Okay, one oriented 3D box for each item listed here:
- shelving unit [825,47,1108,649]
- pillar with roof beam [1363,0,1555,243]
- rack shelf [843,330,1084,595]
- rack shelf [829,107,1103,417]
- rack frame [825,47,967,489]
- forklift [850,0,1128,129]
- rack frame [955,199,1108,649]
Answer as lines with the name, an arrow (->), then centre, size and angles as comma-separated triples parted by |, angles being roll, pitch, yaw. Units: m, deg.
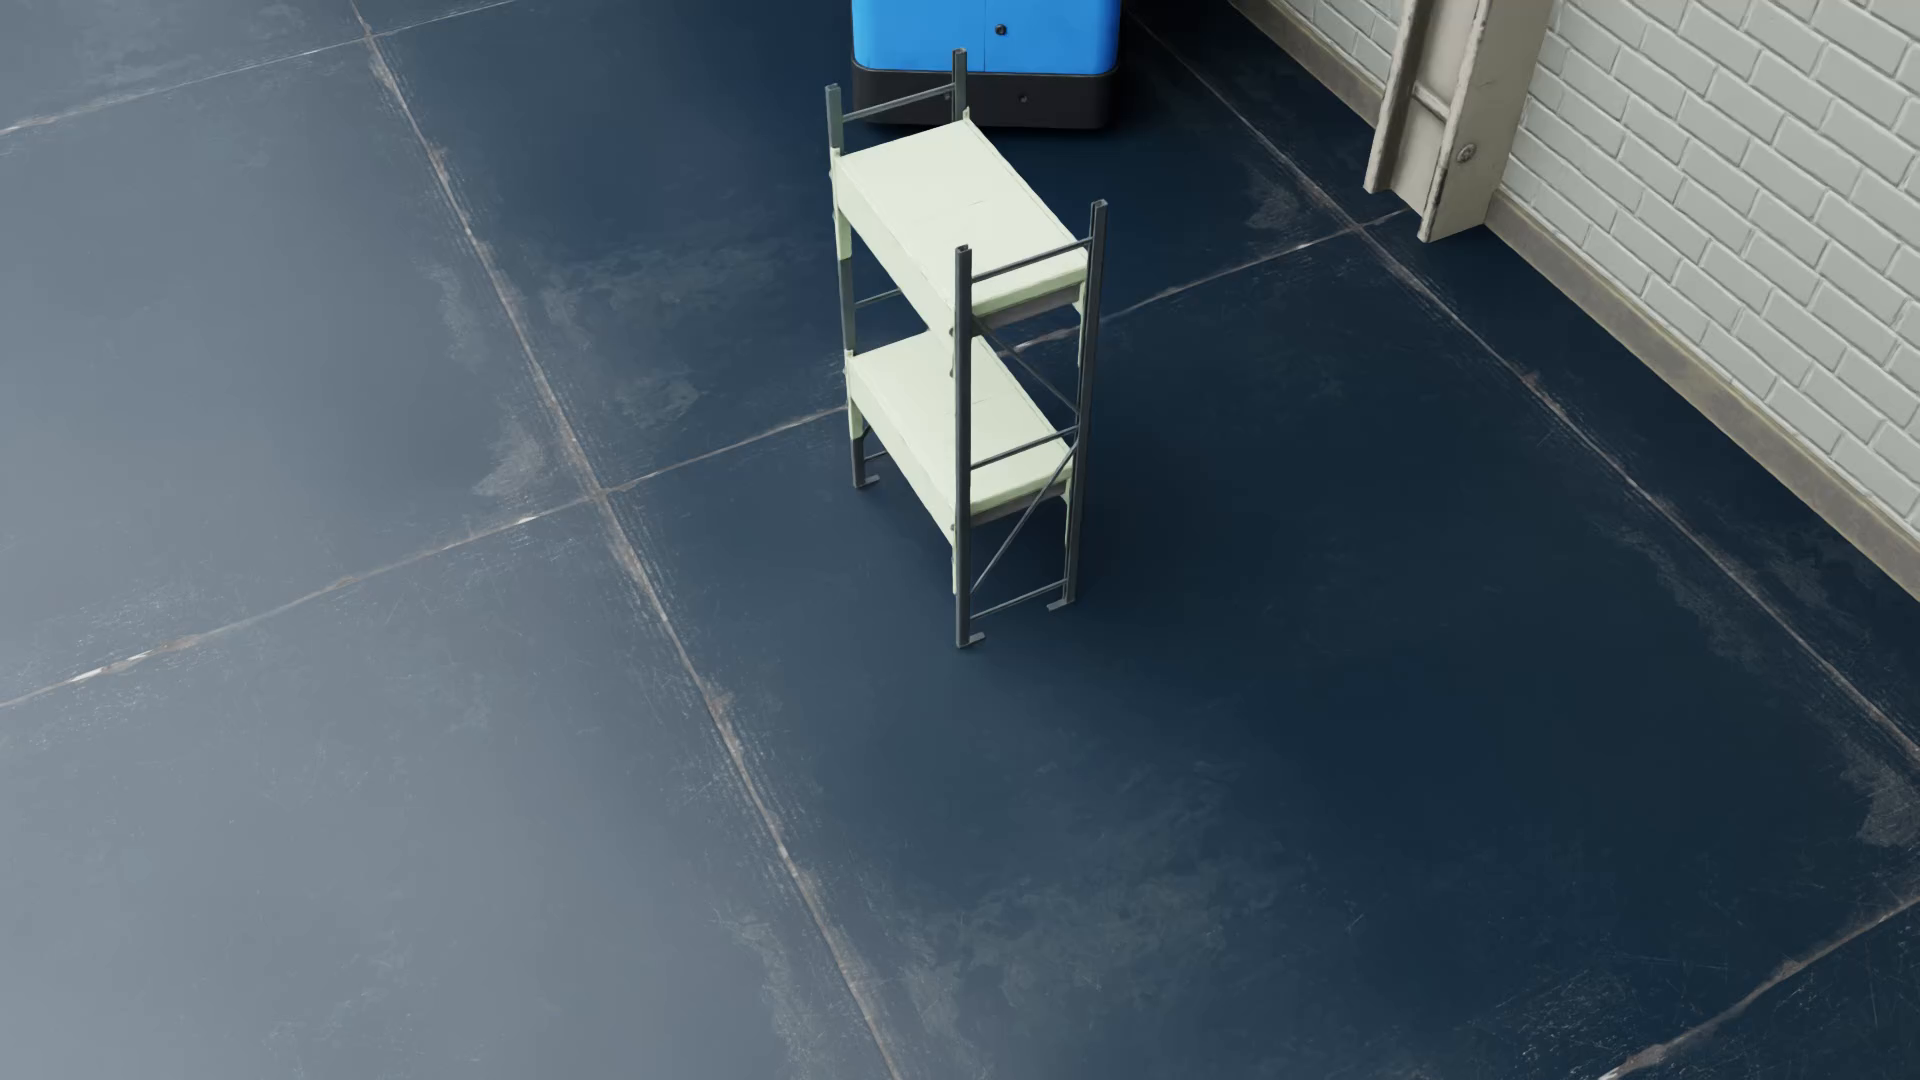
shelving unit -> 0.003, -0.489, 4.682 | 0.431, 1.500, 0.755 | -21, 52, -18
pillar with roof beam -> -2.041, -2.773, 1.697 | 9.100, 9.000, 0.400 | -21, 52, -18
rack shelf -> 0.003, -0.275, 4.927 | 0.431, 0.370, 0.720 | -21, 52, -18
rack shelf -> 0.003, -0.746, 4.388 | 0.431, 0.370, 0.720 | -21, 52, -18
rack frame -> -0.164, -0.734, 4.896 | 0.400, 1.500, 0.023 | -21, 52, -18
forklift -> 0.162, -3.695, 6.534 | 1.130, 2.935, 3.031 | 2, 49, 2
rack frame -> 0.171, -0.244, 4.467 | 0.400, 1.500, 0.023 | -21, 52, -18
